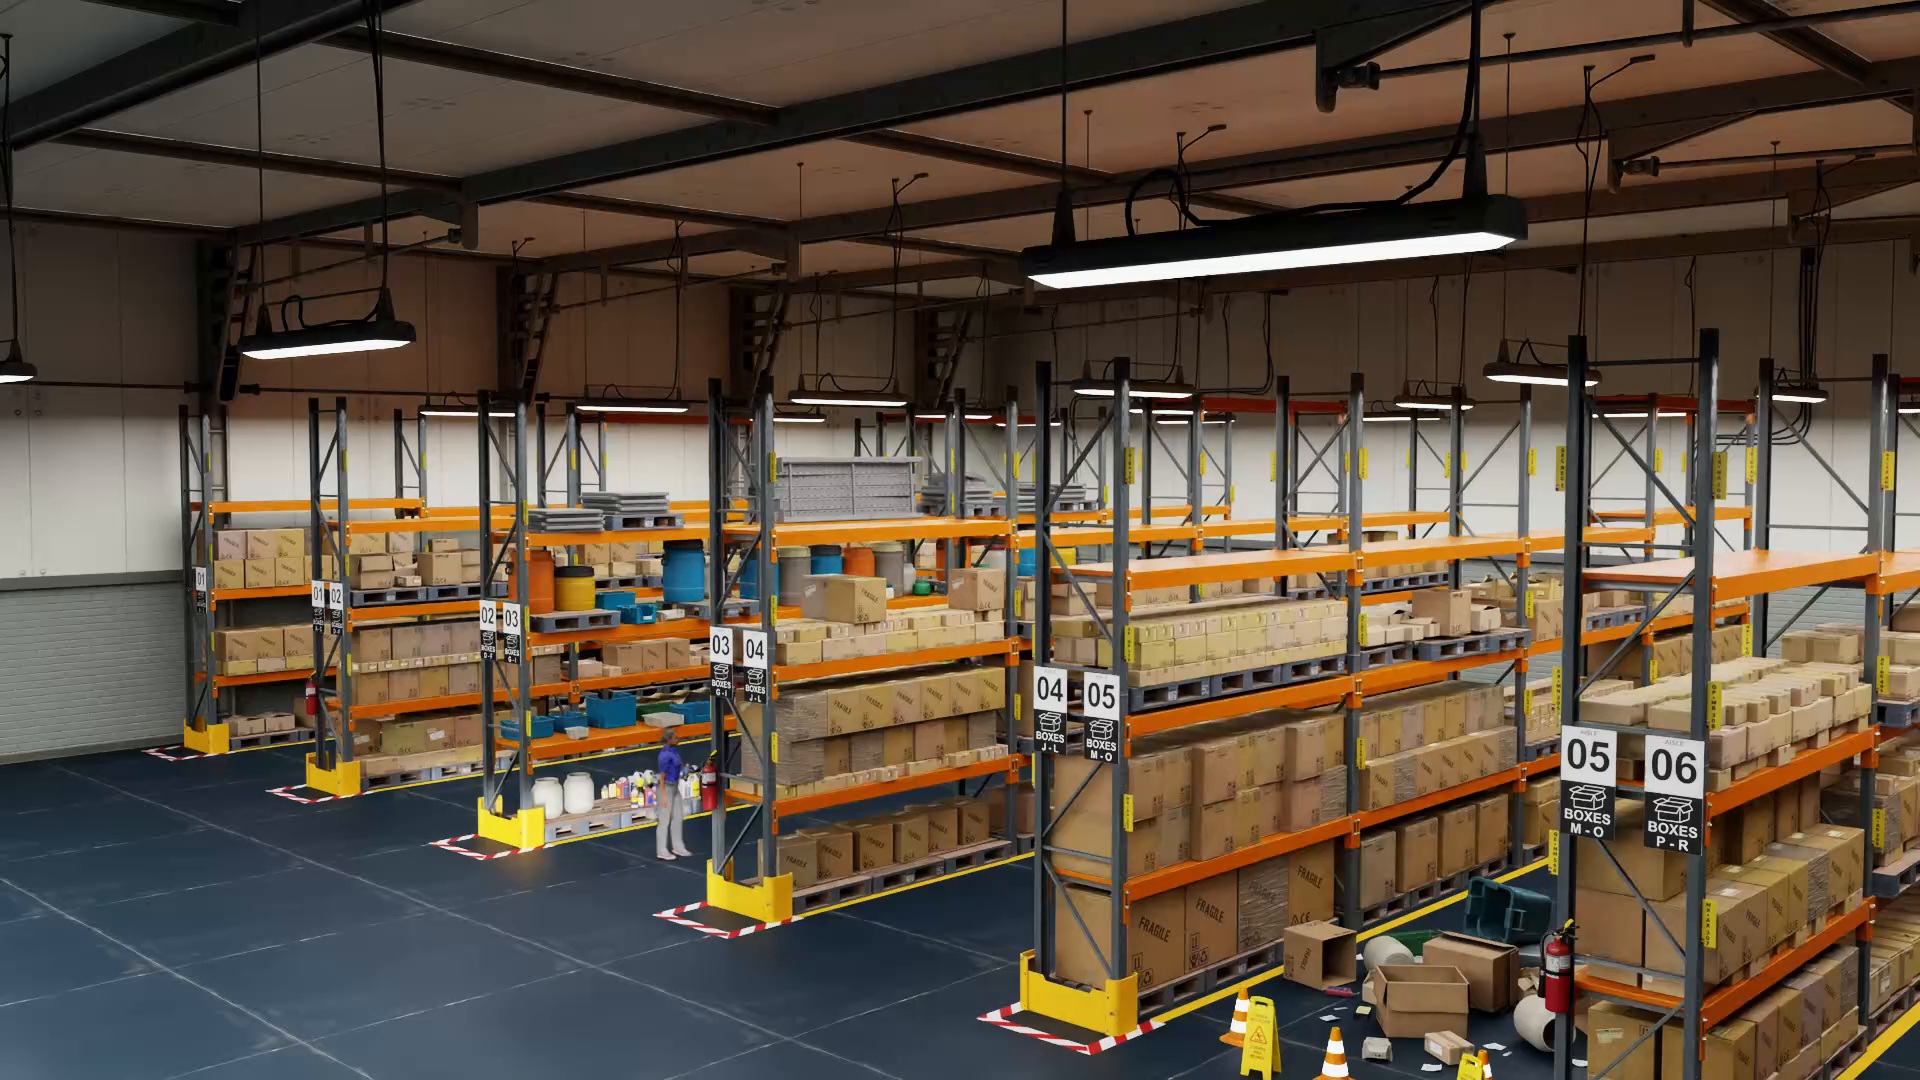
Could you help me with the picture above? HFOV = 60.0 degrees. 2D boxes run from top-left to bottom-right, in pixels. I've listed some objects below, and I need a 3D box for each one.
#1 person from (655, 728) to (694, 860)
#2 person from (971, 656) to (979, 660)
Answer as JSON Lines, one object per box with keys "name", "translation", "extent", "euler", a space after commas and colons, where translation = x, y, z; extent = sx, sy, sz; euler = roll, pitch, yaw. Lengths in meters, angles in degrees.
{"name": "person", "translation": [-3.652, 3.242, 21.158], "extent": [0.415, 1.694, 0.506], "euler": [0, 3, 9]}
{"name": "person", "translation": [0.365, 2.245, 38.624], "extent": [0.445, 1.804, 0.591], "euler": [3, 4, 41]}
